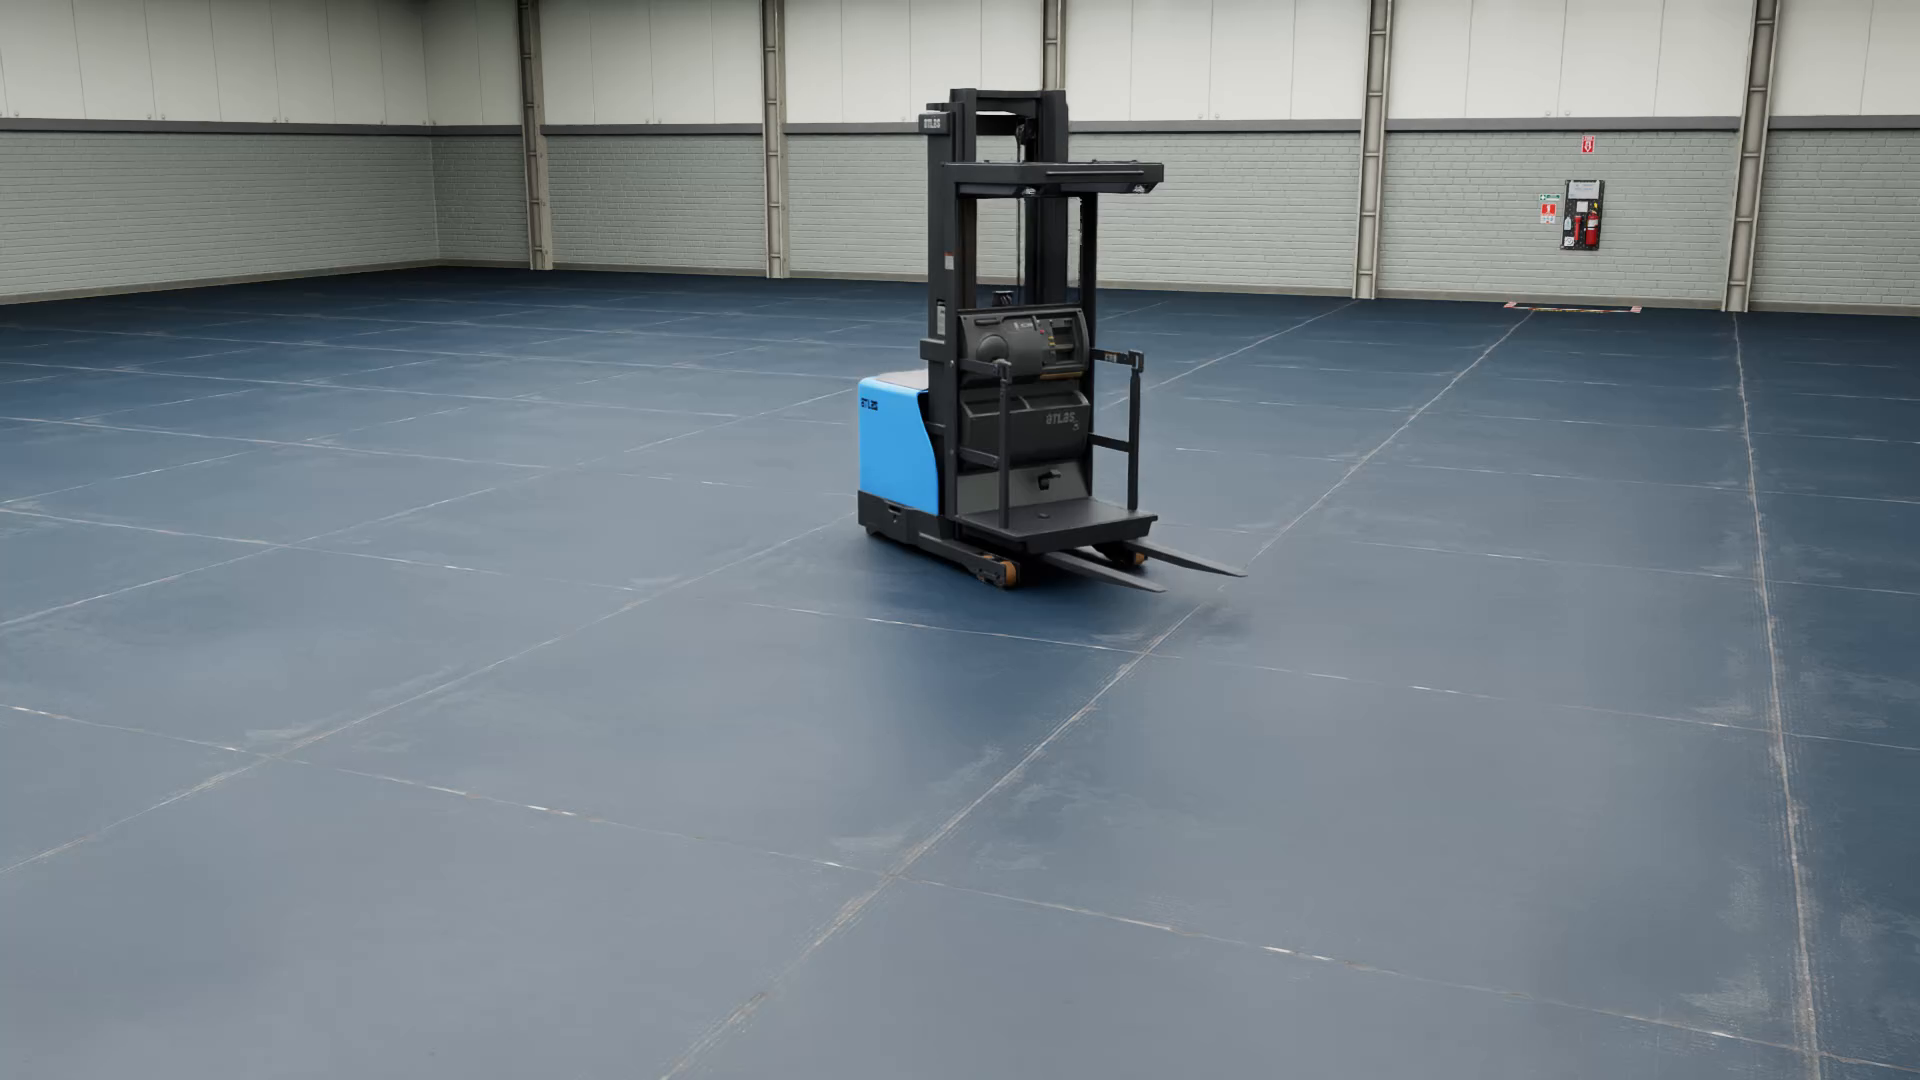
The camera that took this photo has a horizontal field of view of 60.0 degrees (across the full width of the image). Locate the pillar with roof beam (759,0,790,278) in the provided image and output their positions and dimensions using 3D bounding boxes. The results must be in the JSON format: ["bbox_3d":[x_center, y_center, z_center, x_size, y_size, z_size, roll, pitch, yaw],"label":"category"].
[{"bbox_3d":[-5.497,-8.908,29.521,0.400,9.000,9.100,6,14,23],"label":"pillar with roof beam"}]

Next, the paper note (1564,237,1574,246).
[{"bbox_3d":[10.326,-5.060,28.181,0.142,0.148,0.016,6,14,23],"label":"paper note"}]

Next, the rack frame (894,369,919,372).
[{"bbox_3d":[-0.380,-0.690,11.899,0.200,1.050,0.008,-9,16,-32],"label":"rack frame"}]

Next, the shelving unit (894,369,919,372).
[{"bbox_3d":[-0.313,-0.667,11.800,0.215,1.050,0.252,-9,16,-32],"label":"shelving unit"}]

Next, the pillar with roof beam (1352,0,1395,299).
[{"bbox_3d":[5.475,-7.798,24.789,0.400,9.000,9.100,6,14,23],"label":"pillar with roof beam"}]

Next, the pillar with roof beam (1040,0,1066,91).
[{"bbox_3d":[-0.011,-8.353,27.155,0.400,9.000,9.100,6,14,23],"label":"pillar with roof beam"}]

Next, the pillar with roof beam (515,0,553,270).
[{"bbox_3d":[-10.983,-9.464,31.887,0.400,9.000,9.100,6,14,23],"label":"pillar with roof beam"}]

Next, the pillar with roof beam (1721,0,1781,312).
[{"bbox_3d":[10.960,-7.243,22.423,0.400,9.000,9.100,6,14,23],"label":"pillar with roof beam"}]

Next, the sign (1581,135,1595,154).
[{"bbox_3d":[10.493,-6.608,27.776,0.199,0.298,0.001,6,14,23],"label":"sign"}]

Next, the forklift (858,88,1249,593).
[{"bbox_3d":[0.529,-1.259,10.204,1.130,2.935,3.031,-9,16,-32],"label":"forklift"}]

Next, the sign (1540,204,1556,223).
[{"bbox_3d":[9.996,-5.548,28.255,0.234,0.329,0.001,6,14,23],"label":"sign"}]

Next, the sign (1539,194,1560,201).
[{"bbox_3d":[9.997,-5.804,28.184,0.331,0.109,0.001,6,14,23],"label":"sign"}]

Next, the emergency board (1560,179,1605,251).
[{"bbox_3d":[10.460,-5.458,27.949,0.643,1.169,0.194,6,14,23],"label":"emergency board"}]
